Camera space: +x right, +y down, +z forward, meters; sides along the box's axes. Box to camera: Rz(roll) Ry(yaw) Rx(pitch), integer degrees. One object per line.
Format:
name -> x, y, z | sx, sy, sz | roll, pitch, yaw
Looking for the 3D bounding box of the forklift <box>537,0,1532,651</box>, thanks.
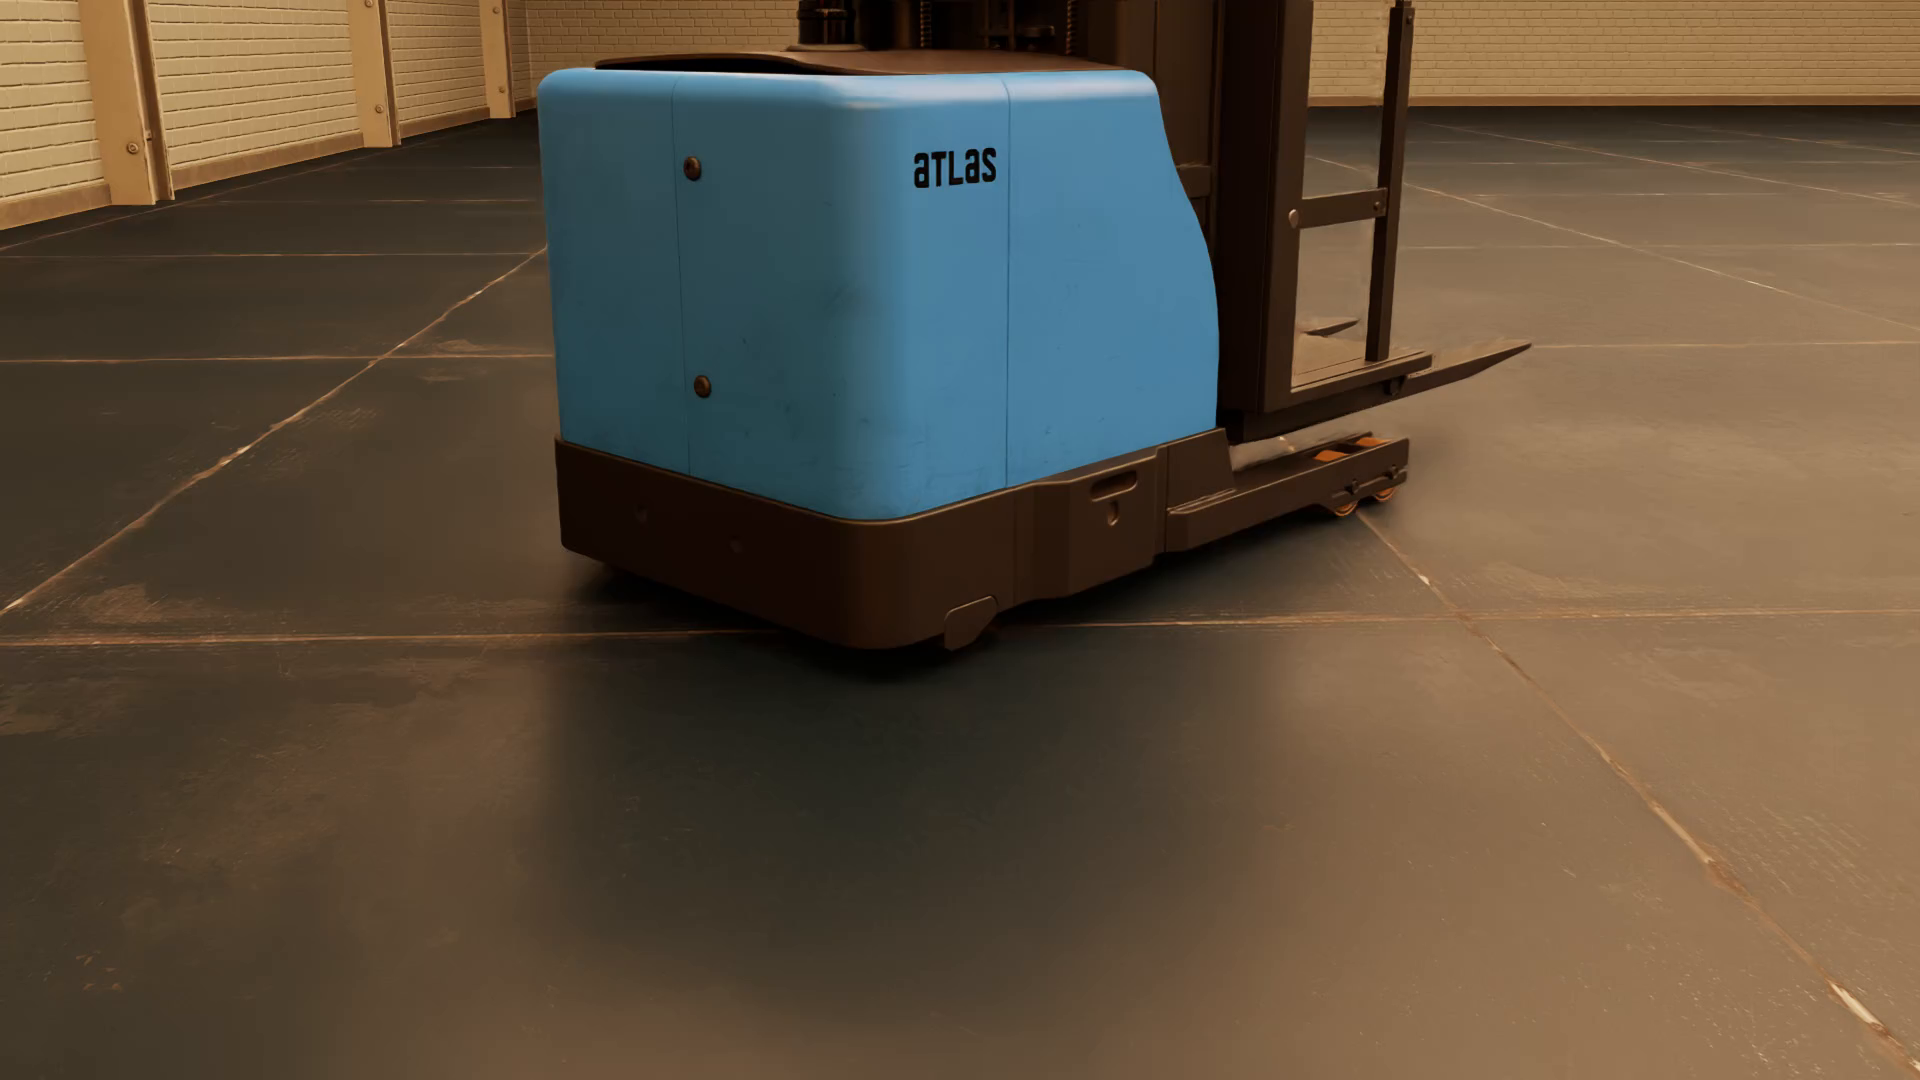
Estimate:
forklift -> 0.500, -1.548, 3.968 | 1.130, 2.935, 3.031 | 15, 23, 41
